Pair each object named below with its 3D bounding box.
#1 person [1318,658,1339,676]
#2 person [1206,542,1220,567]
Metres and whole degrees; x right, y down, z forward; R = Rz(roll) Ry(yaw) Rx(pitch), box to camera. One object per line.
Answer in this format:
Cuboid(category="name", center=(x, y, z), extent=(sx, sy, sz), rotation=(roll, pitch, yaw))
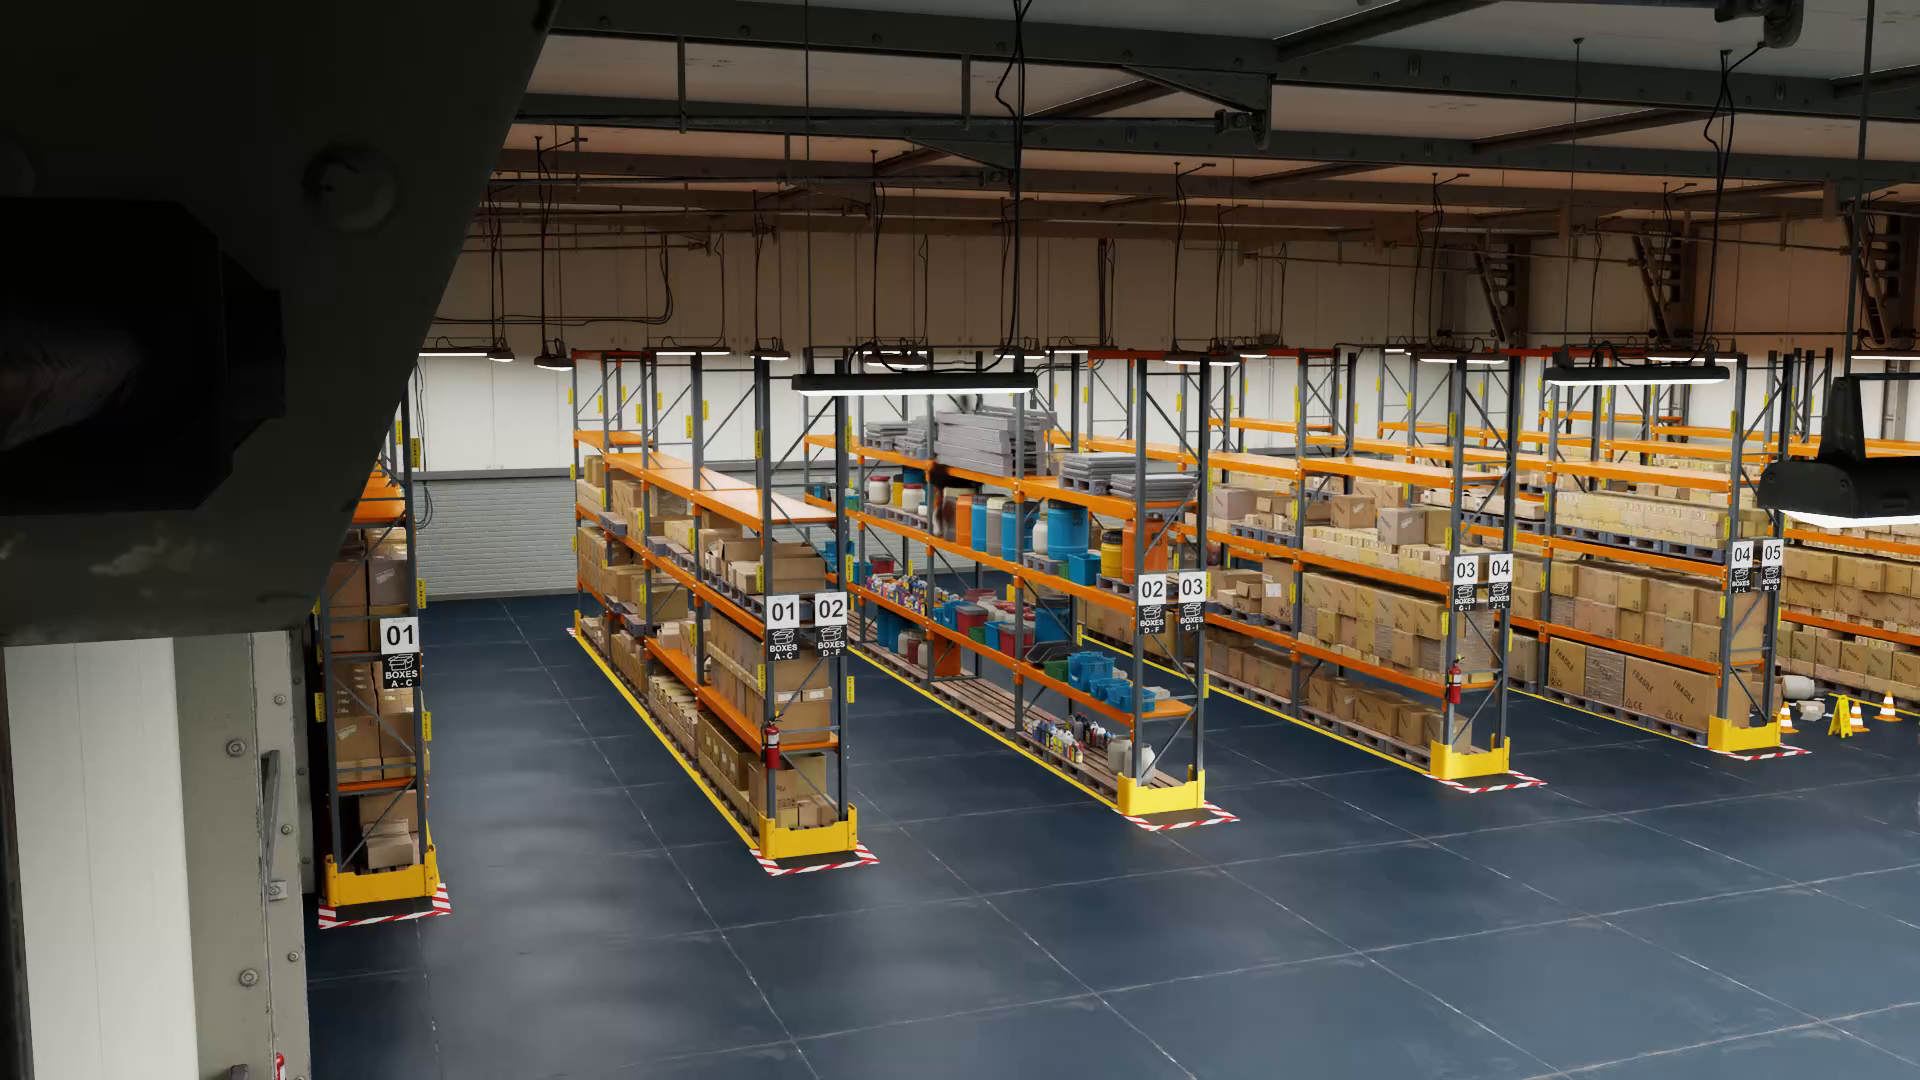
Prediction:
Cuboid(category="person", center=(6.900, 1.731, 30.635), extent=(0.550, 1.621, 0.622), rotation=(-4, 8, -29))
Cuboid(category="person", center=(5.582, 0.865, 37.523), extent=(0.749, 1.732, 1.077), rotation=(-3, 8, -22))
